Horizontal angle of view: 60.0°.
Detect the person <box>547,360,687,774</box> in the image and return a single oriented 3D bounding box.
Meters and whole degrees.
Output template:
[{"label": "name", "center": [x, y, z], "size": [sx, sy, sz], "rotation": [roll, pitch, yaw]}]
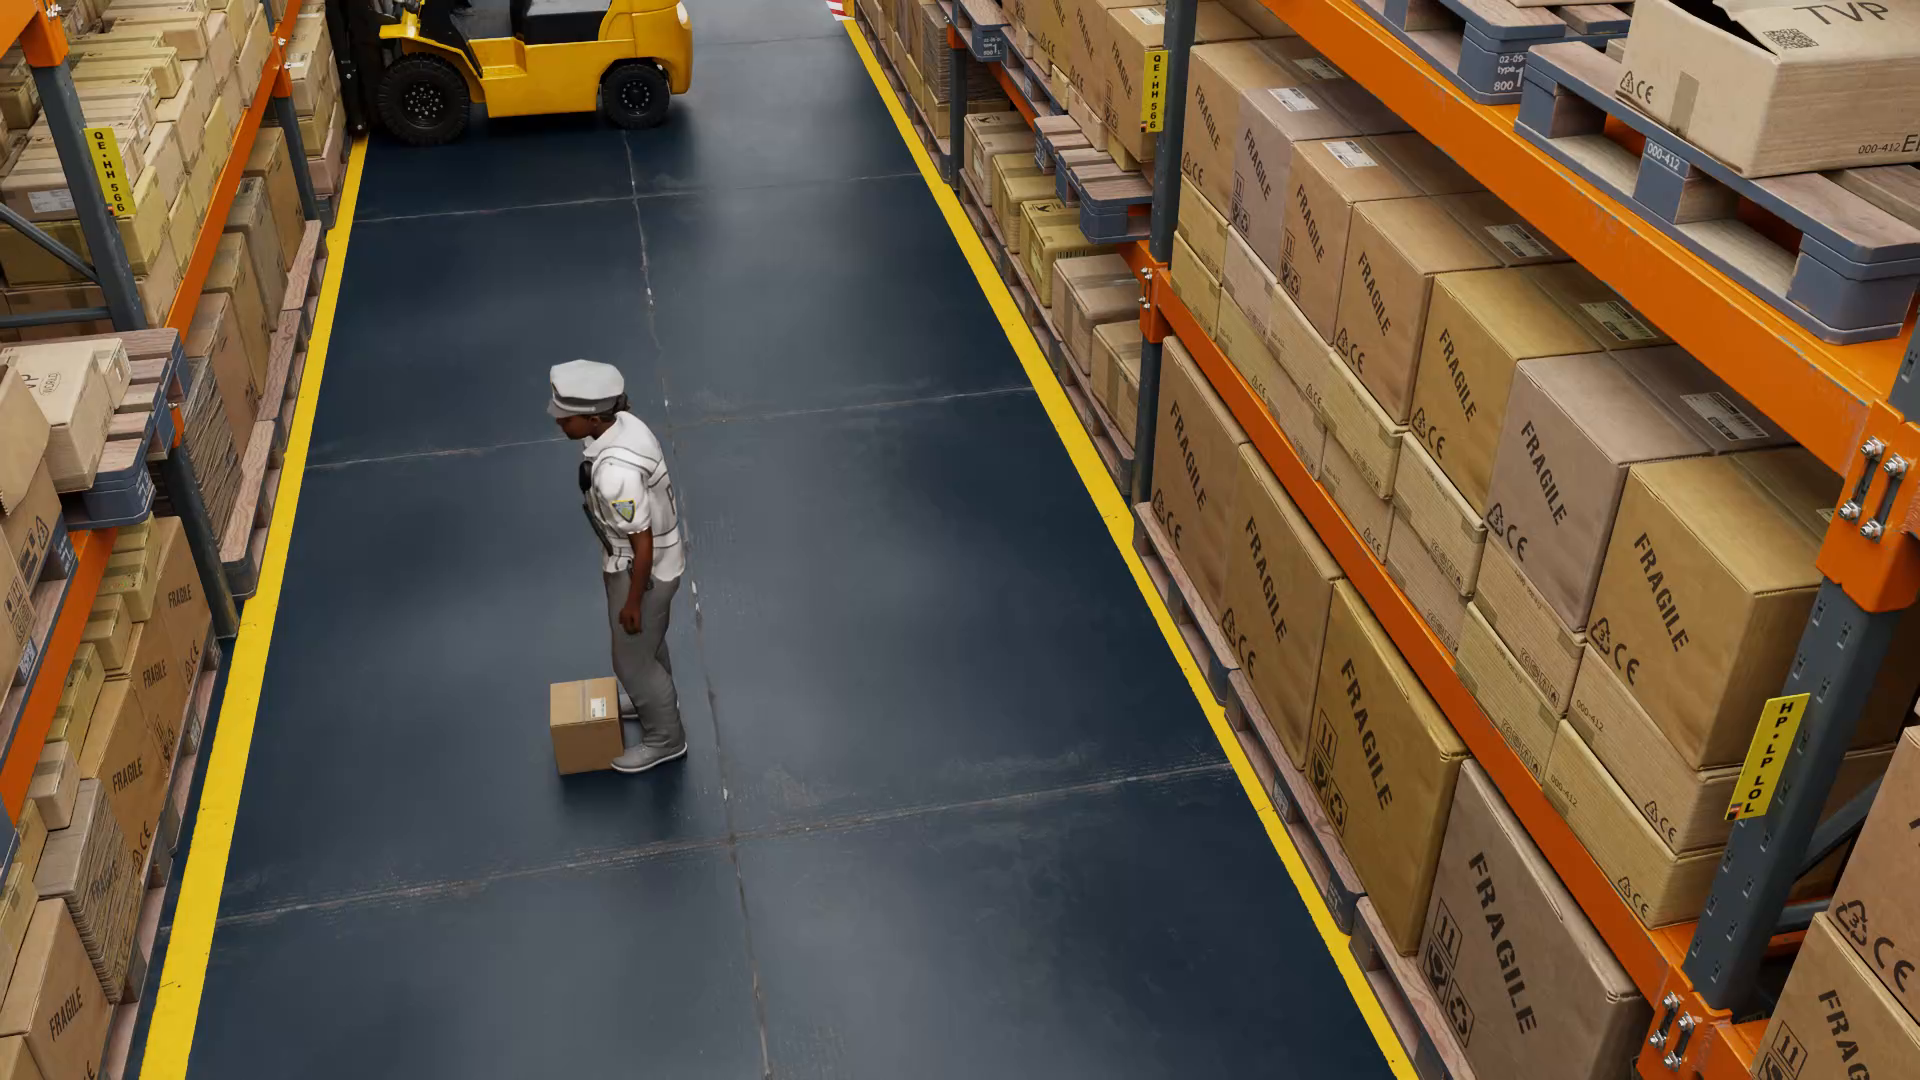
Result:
[{"label": "person", "center": [-1.195, 0.094, 6.004], "size": [0.393, 1.663, 0.532], "rotation": [-9, 36, -13]}]
